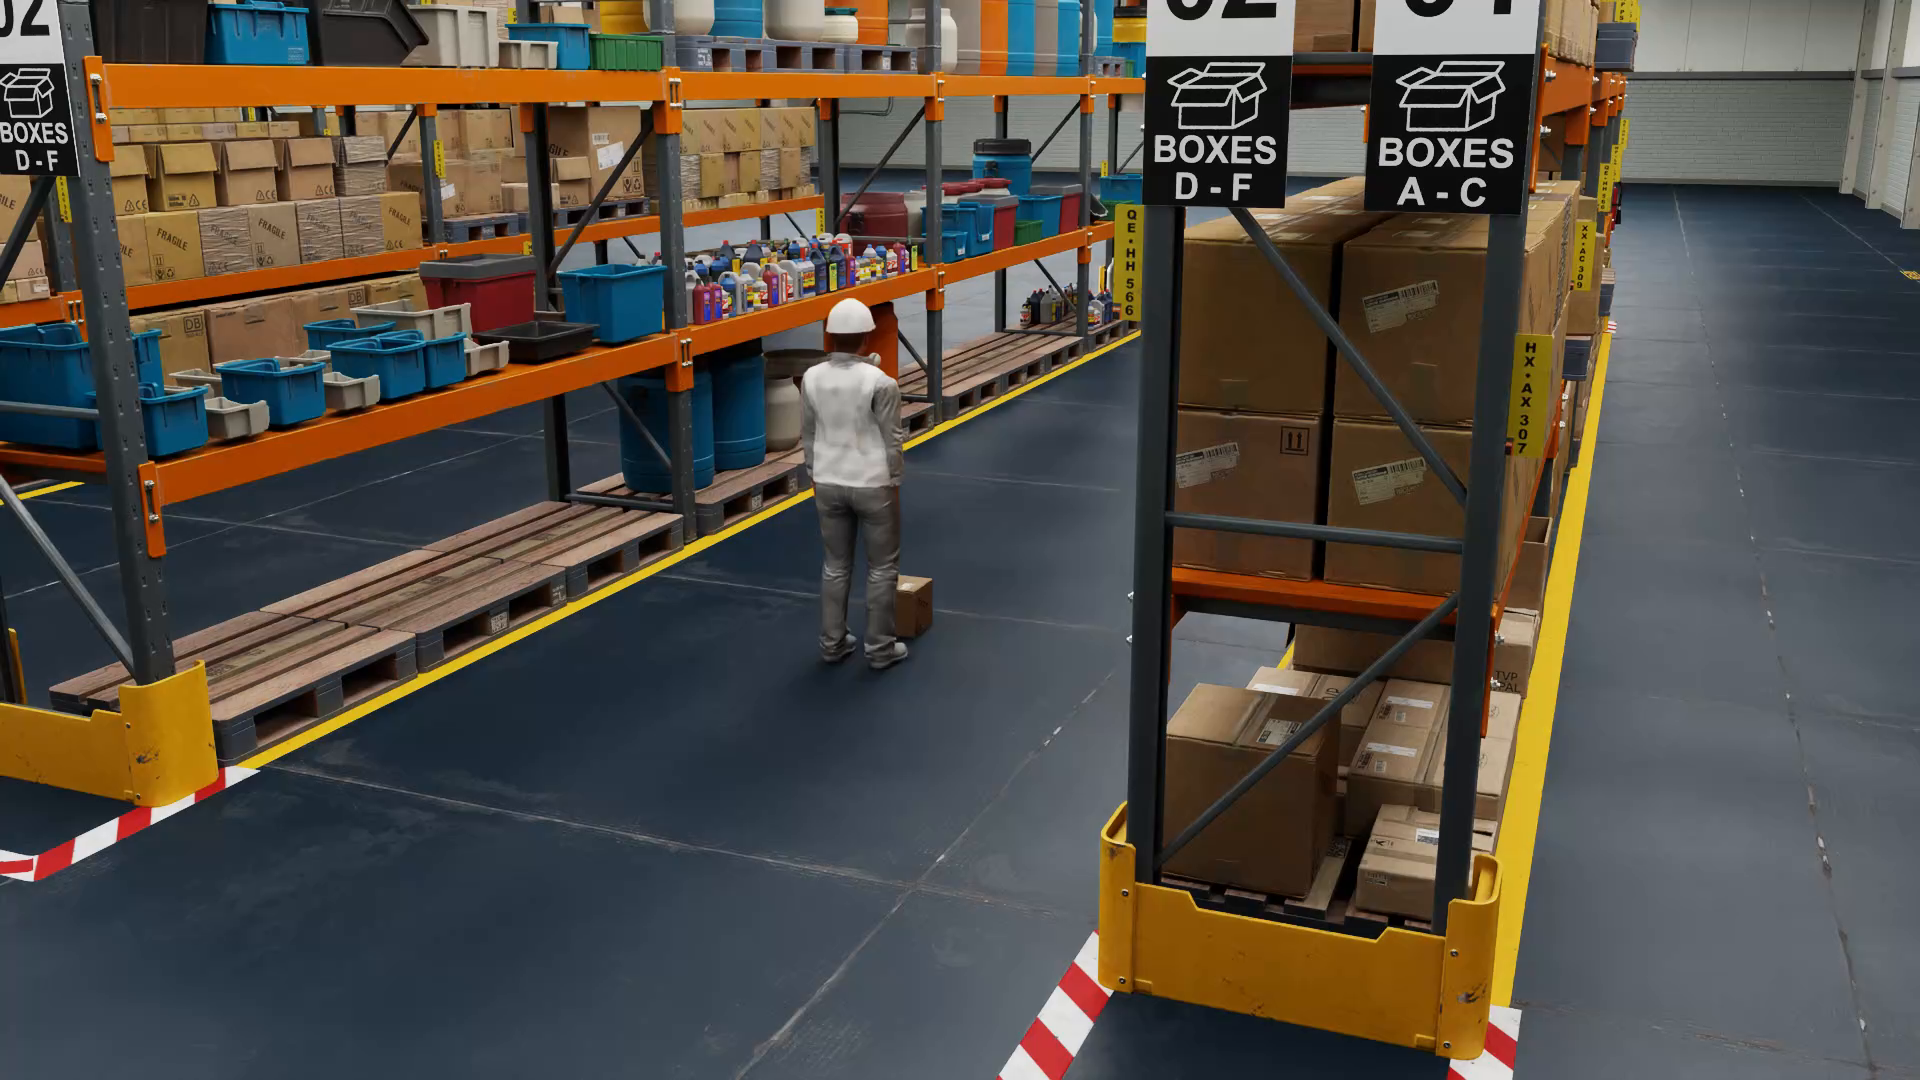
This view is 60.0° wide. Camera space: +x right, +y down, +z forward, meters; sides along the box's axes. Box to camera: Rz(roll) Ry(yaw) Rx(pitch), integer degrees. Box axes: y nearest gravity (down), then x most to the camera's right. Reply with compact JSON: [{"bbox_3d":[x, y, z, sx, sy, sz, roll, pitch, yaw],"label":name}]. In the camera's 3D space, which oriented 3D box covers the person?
[{"bbox_3d":[-0.506,-0.271,7.983,0.533,1.766,0.357,6,17,22],"label":"person"}]
